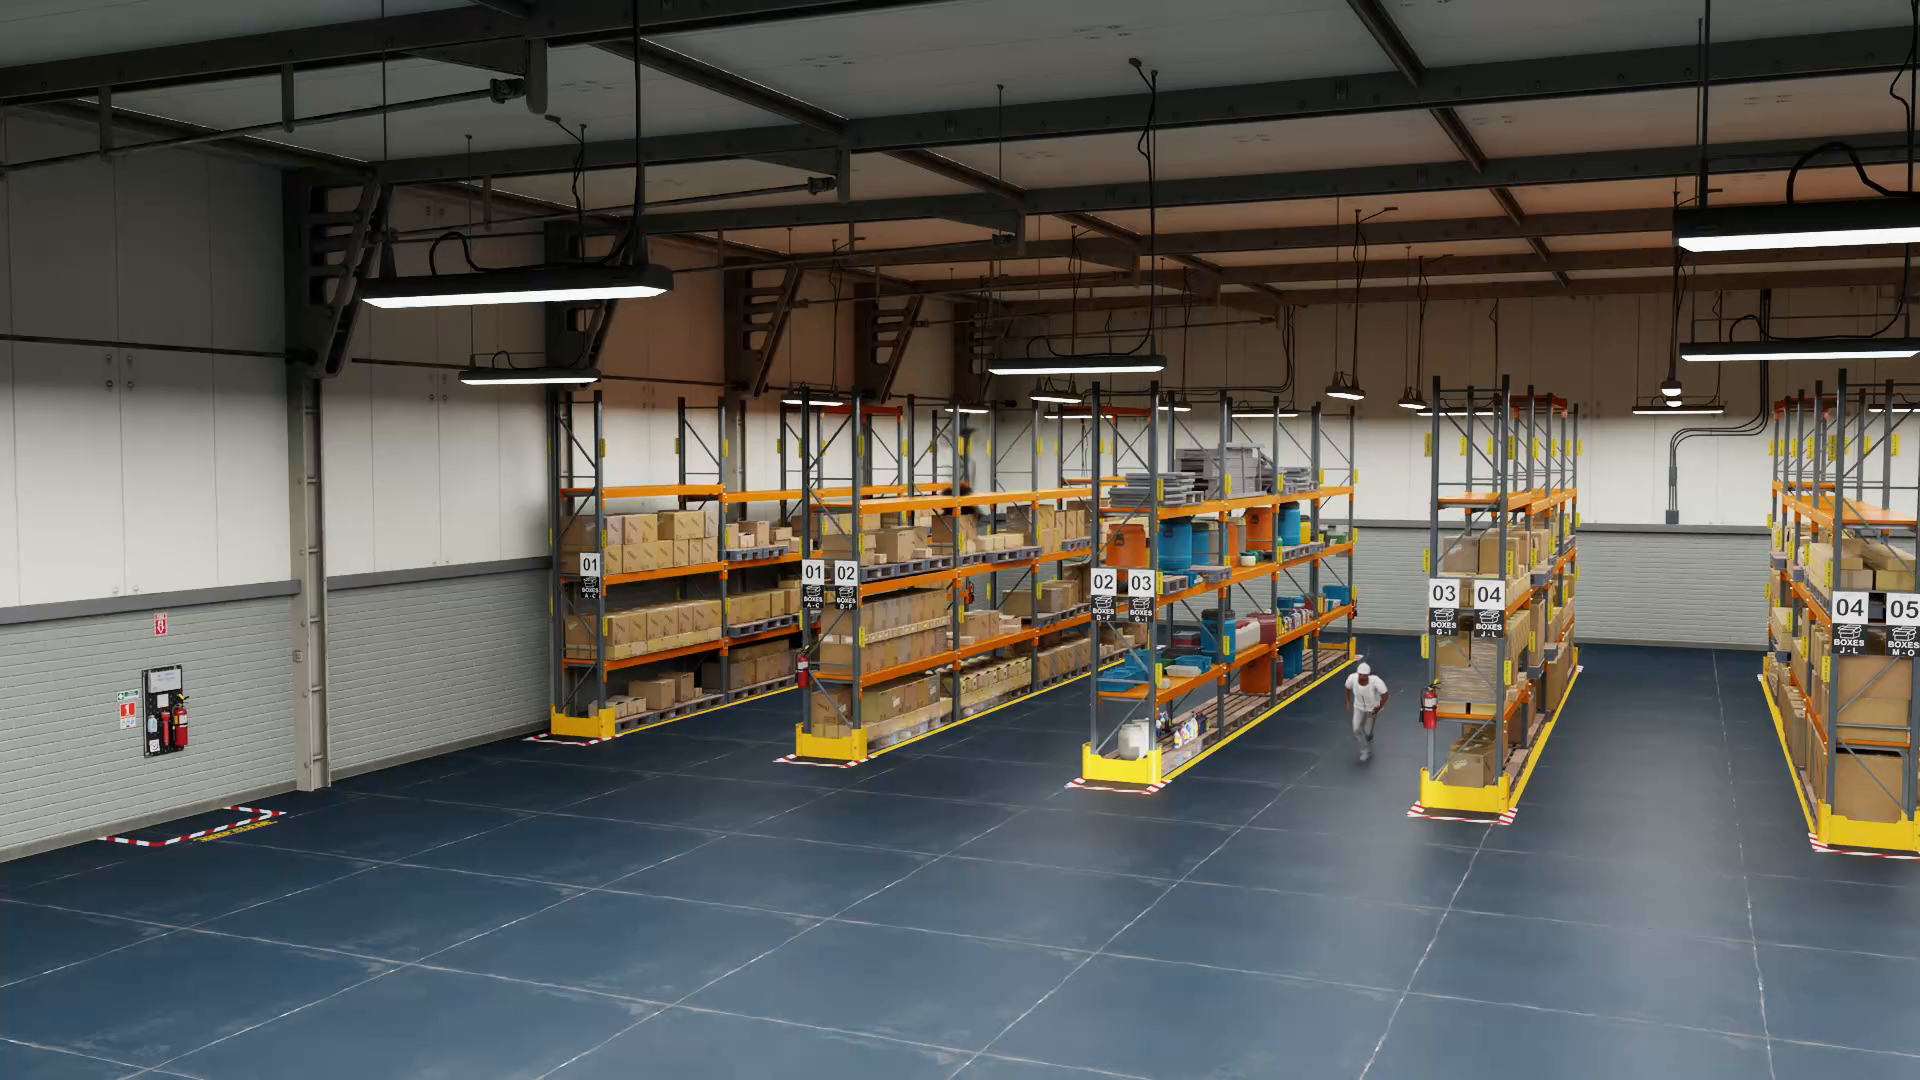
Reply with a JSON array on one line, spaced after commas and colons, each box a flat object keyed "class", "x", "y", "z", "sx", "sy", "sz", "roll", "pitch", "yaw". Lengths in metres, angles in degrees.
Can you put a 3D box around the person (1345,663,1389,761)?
[{"class": "person", "x": 6.571, "y": 2.740, "z": 26.824, "sx": 0.711, "sy": 1.611, "sz": 1.040, "roll": 1, "pitch": 3, "yaw": 25}]
